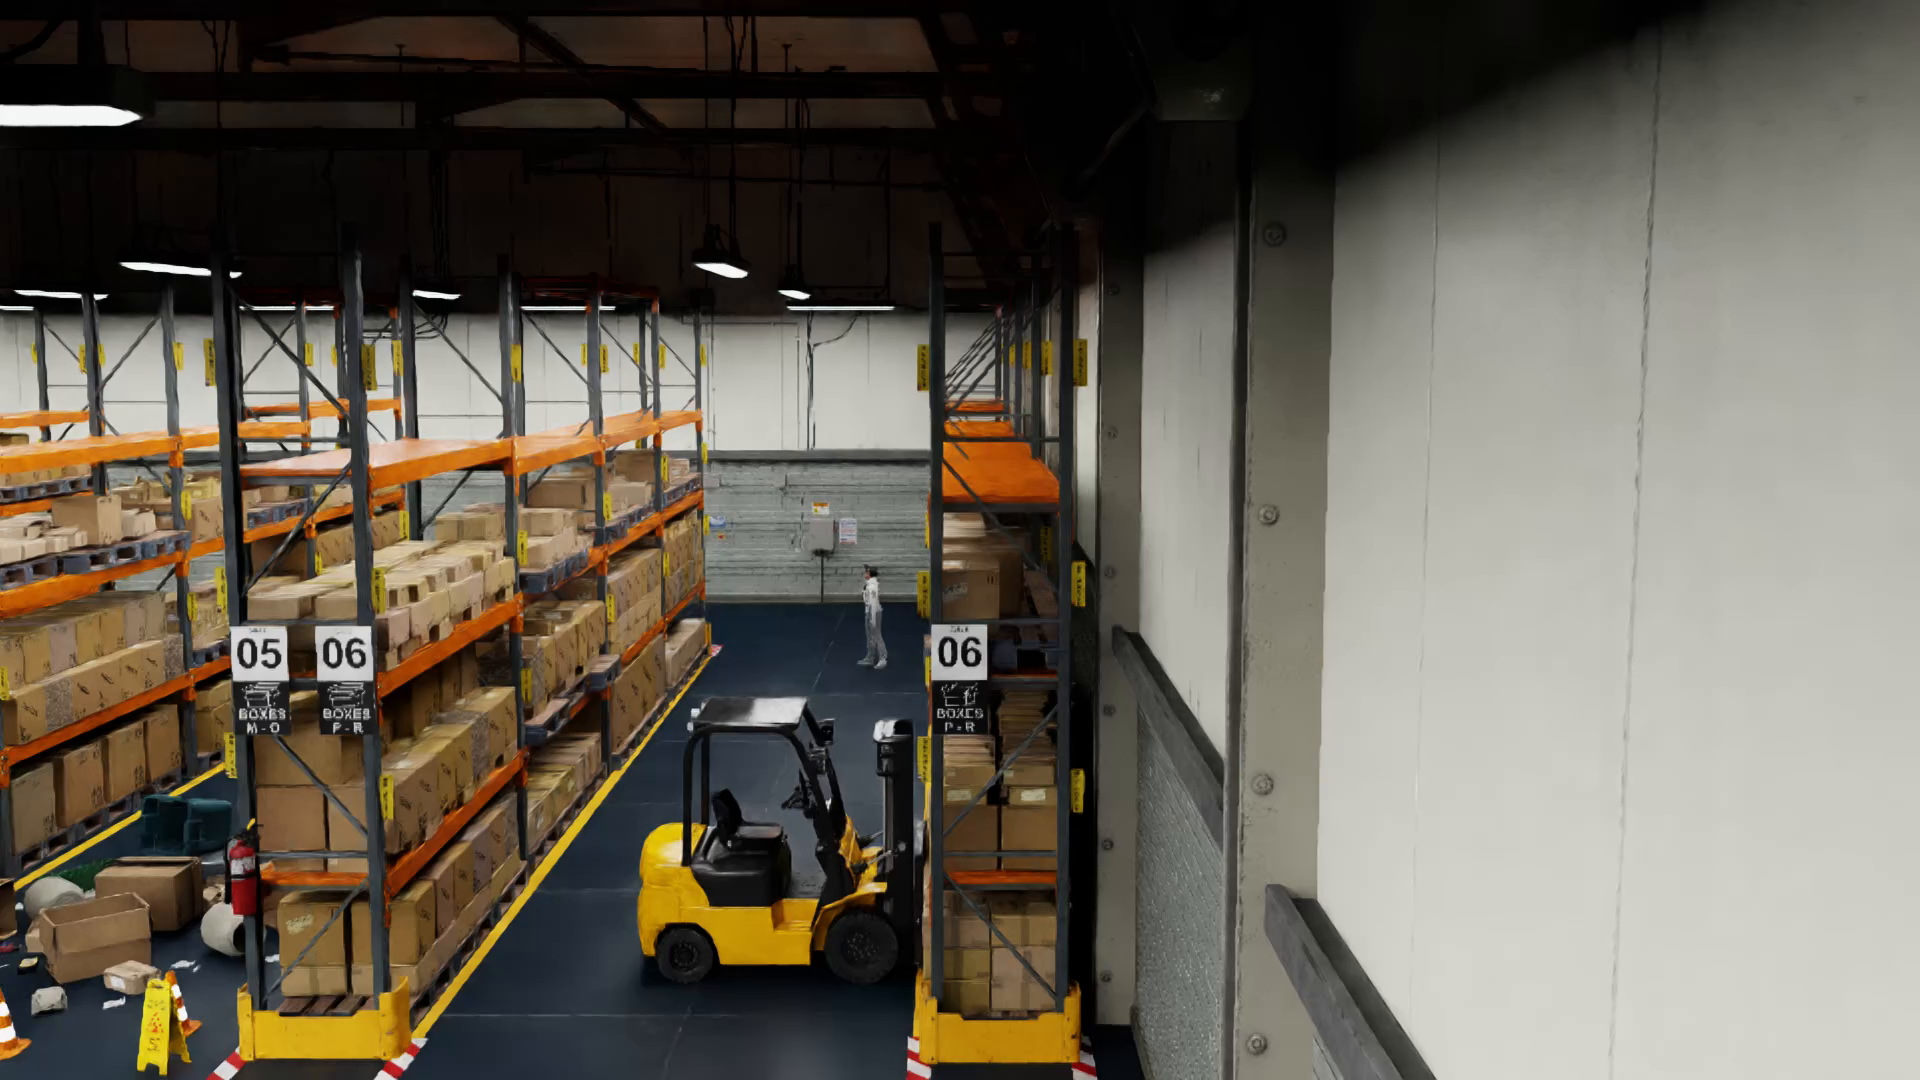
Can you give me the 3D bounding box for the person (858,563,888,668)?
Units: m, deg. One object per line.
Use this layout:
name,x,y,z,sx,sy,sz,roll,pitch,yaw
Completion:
person,-1.412,1.206,26.815,0.472,1.668,0.576,-1,7,-6
